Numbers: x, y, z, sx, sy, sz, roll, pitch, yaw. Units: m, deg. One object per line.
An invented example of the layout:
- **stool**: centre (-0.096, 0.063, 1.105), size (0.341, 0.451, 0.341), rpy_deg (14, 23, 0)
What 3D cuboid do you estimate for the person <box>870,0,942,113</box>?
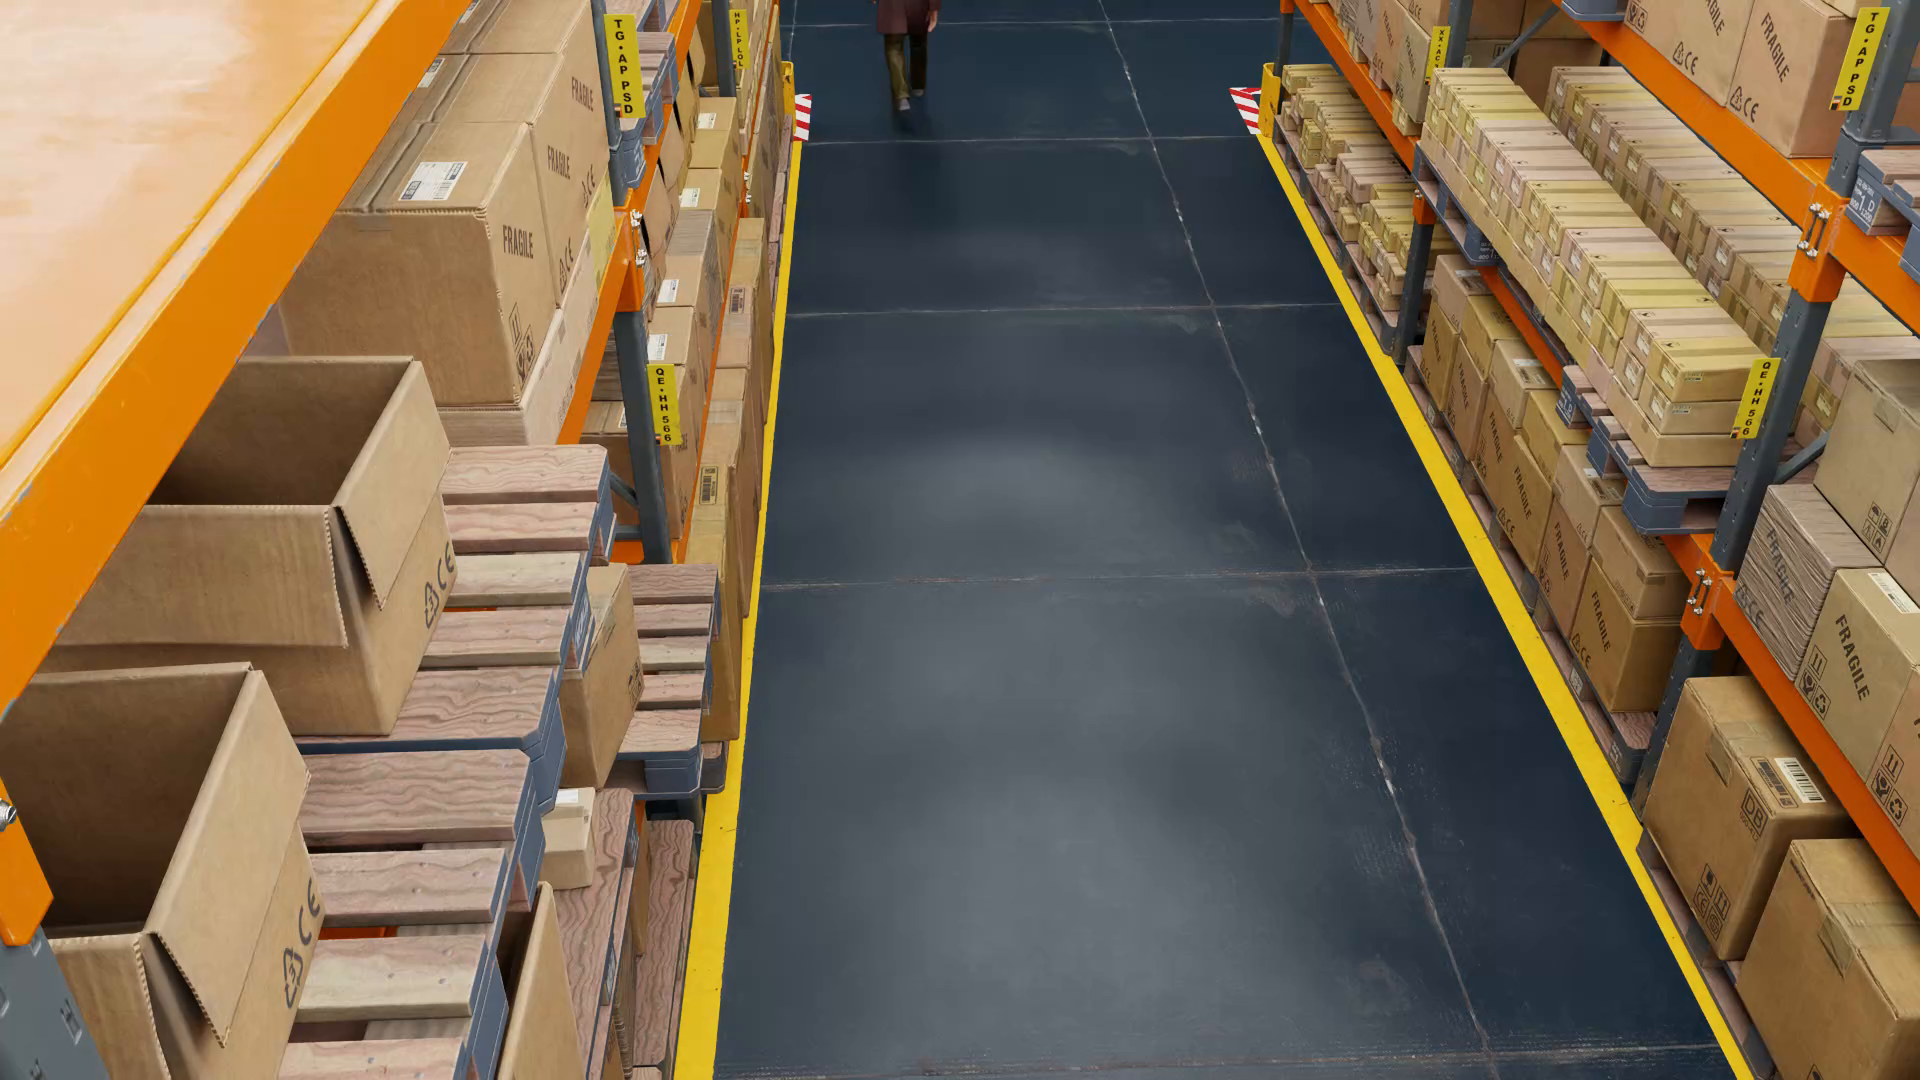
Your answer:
- **person**: centre (-0.460, -4.382, 13.538), size (0.603, 1.733, 1.102), rpy_deg (-2, 35, -4)
